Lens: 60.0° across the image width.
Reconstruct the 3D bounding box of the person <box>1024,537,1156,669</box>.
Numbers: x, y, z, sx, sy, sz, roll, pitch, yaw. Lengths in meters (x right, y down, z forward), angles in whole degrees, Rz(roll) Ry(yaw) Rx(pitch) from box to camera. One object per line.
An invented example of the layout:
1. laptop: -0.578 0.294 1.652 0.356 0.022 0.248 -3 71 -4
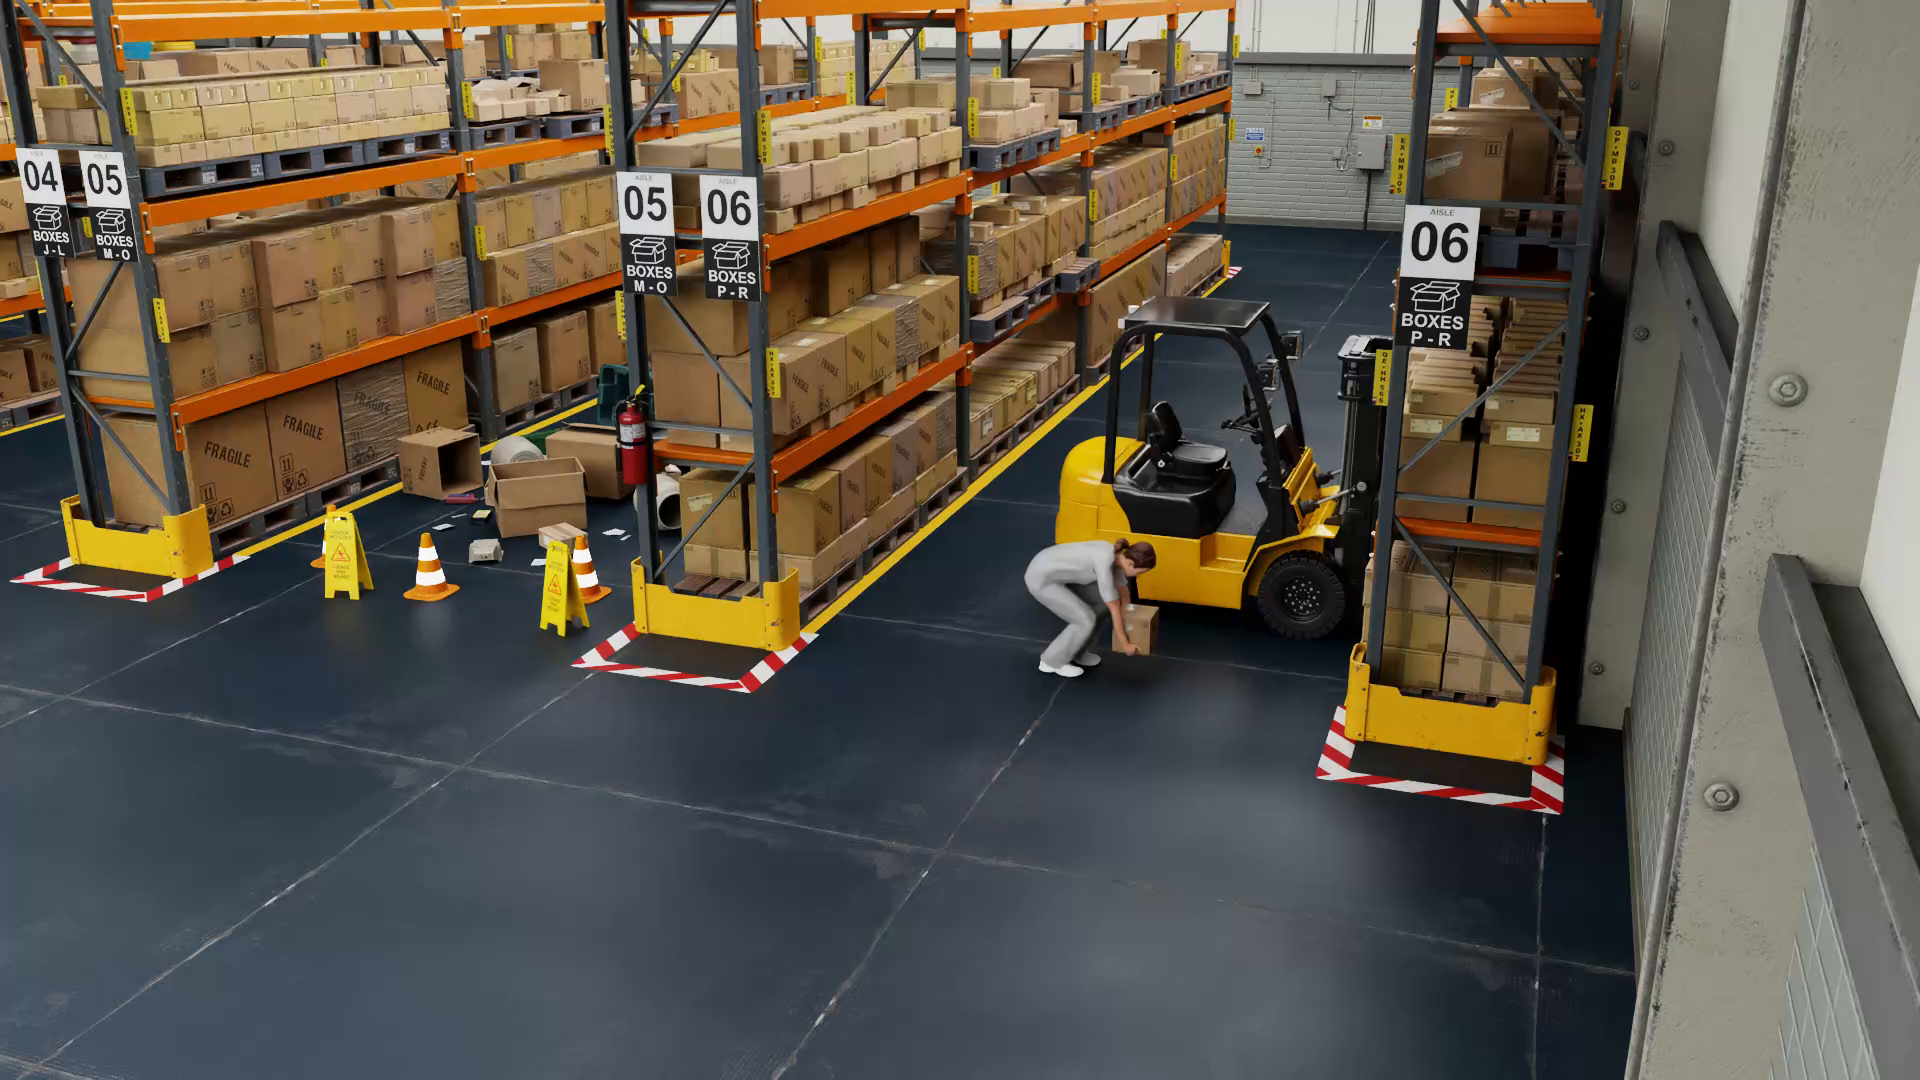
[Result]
1. person: 0.854 0.403 10.956 0.857 0.897 0.463 6 20 16
